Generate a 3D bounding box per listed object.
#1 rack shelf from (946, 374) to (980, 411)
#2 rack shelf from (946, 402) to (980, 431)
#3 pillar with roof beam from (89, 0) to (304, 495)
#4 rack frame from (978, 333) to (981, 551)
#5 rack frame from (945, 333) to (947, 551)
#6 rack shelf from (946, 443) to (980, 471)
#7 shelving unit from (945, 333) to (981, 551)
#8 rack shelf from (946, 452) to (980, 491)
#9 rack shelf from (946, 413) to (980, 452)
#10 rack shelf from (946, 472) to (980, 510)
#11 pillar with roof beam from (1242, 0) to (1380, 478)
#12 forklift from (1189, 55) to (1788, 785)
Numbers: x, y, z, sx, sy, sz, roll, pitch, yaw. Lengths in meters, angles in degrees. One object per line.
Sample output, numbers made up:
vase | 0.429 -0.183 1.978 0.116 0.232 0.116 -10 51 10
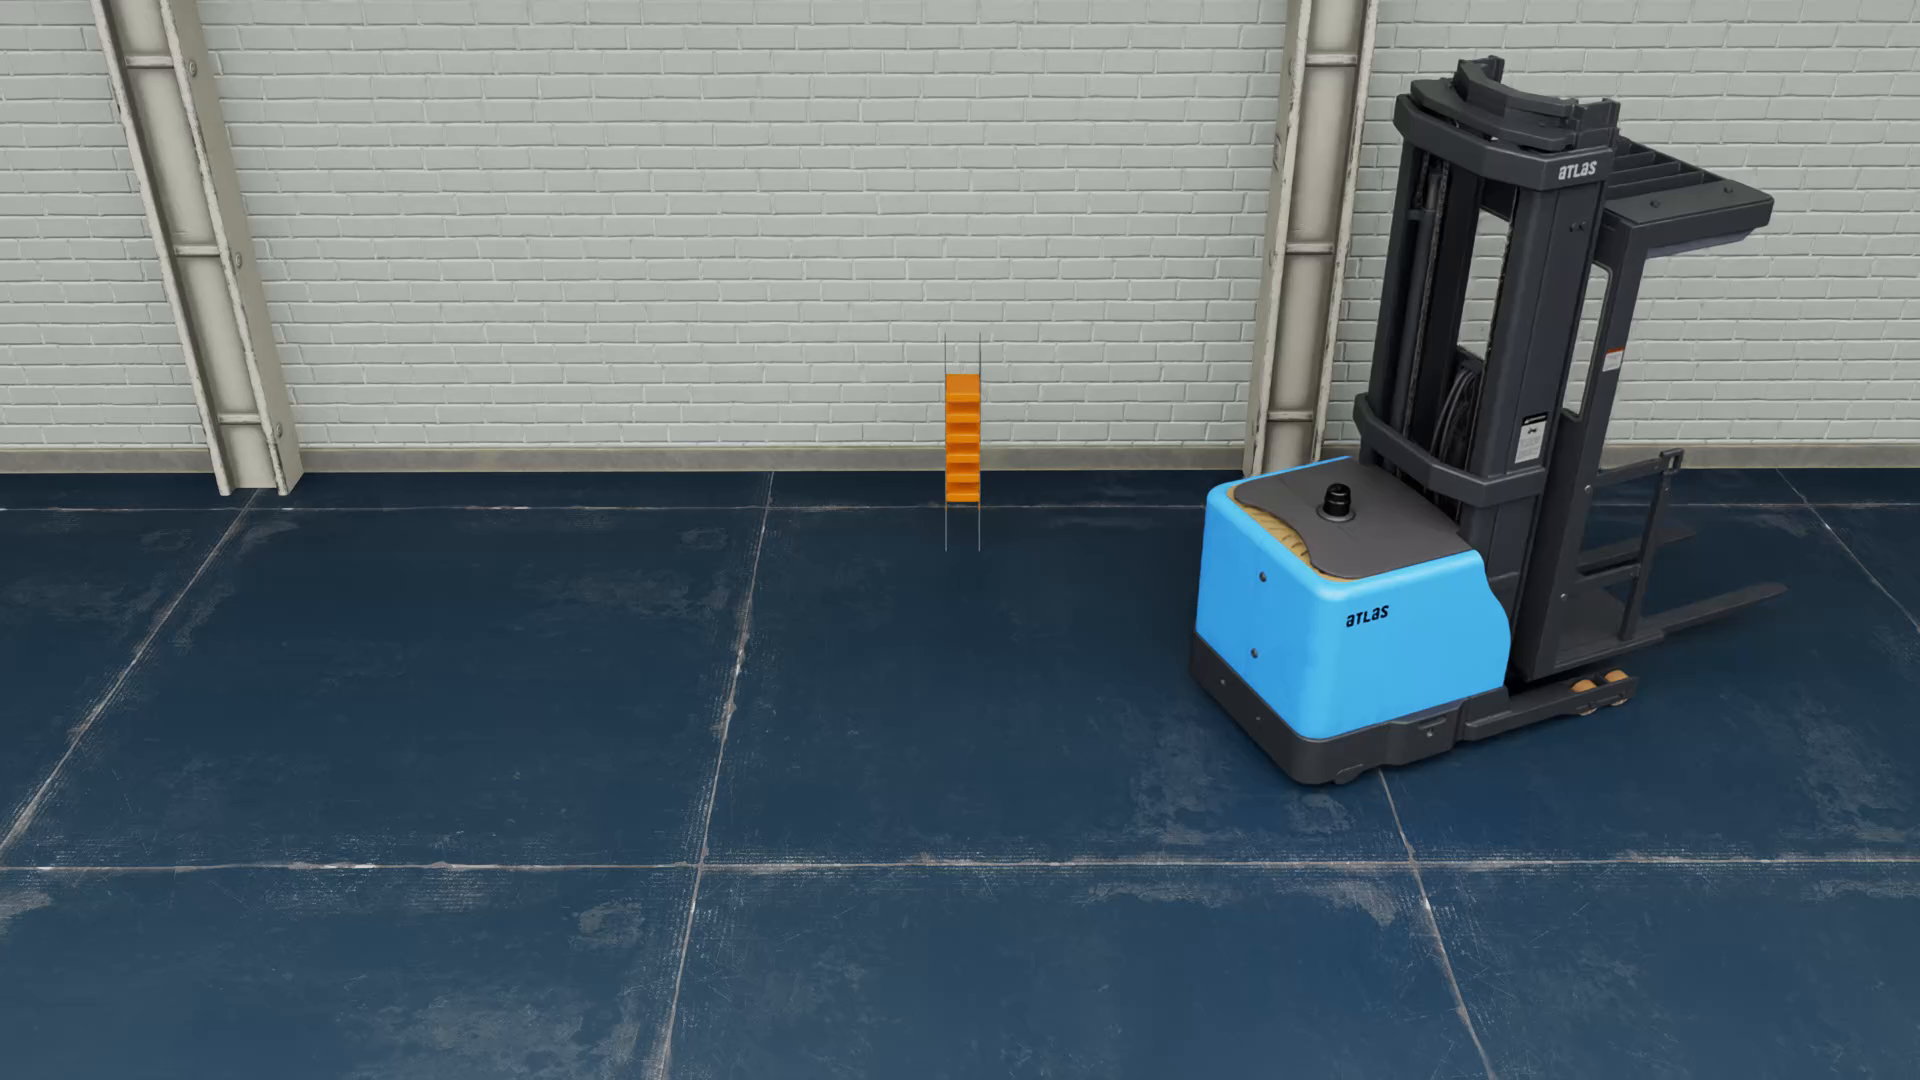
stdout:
rack shelf | 0.014 -0.783 8.775 0.180 0.103 0.258 0 31 0
rack shelf | 0.014 -0.680 8.837 0.180 0.103 0.258 0 31 0
pillar with roof beam | -4.085 -1.955 3.797 0.400 9.000 9.100 0 31 0
rack frame | 0.106 -0.513 8.939 0.006 1.200 0.240 0 31 0
rack frame | -0.077 -0.513 8.938 0.006 1.200 0.240 0 31 0
rack shelf | 0.014 -0.475 8.962 0.180 0.103 0.258 0 31 0
shelving unit | 0.014 -0.513 8.939 0.189 1.200 0.258 0 31 0
rack shelf | 0.014 -0.372 9.024 0.180 0.103 0.258 0 31 0
rack shelf | 0.014 -0.578 8.900 0.180 0.103 0.258 0 31 0
rack shelf | 0.014 -0.270 9.086 0.180 0.103 0.258 0 31 0
pillar with roof beam | 1.915 -1.974 3.828 0.400 9.000 9.100 0 31 0
forklift | 2.675 -0.660 7.512 3.031 2.935 1.130 -13 34 -20
